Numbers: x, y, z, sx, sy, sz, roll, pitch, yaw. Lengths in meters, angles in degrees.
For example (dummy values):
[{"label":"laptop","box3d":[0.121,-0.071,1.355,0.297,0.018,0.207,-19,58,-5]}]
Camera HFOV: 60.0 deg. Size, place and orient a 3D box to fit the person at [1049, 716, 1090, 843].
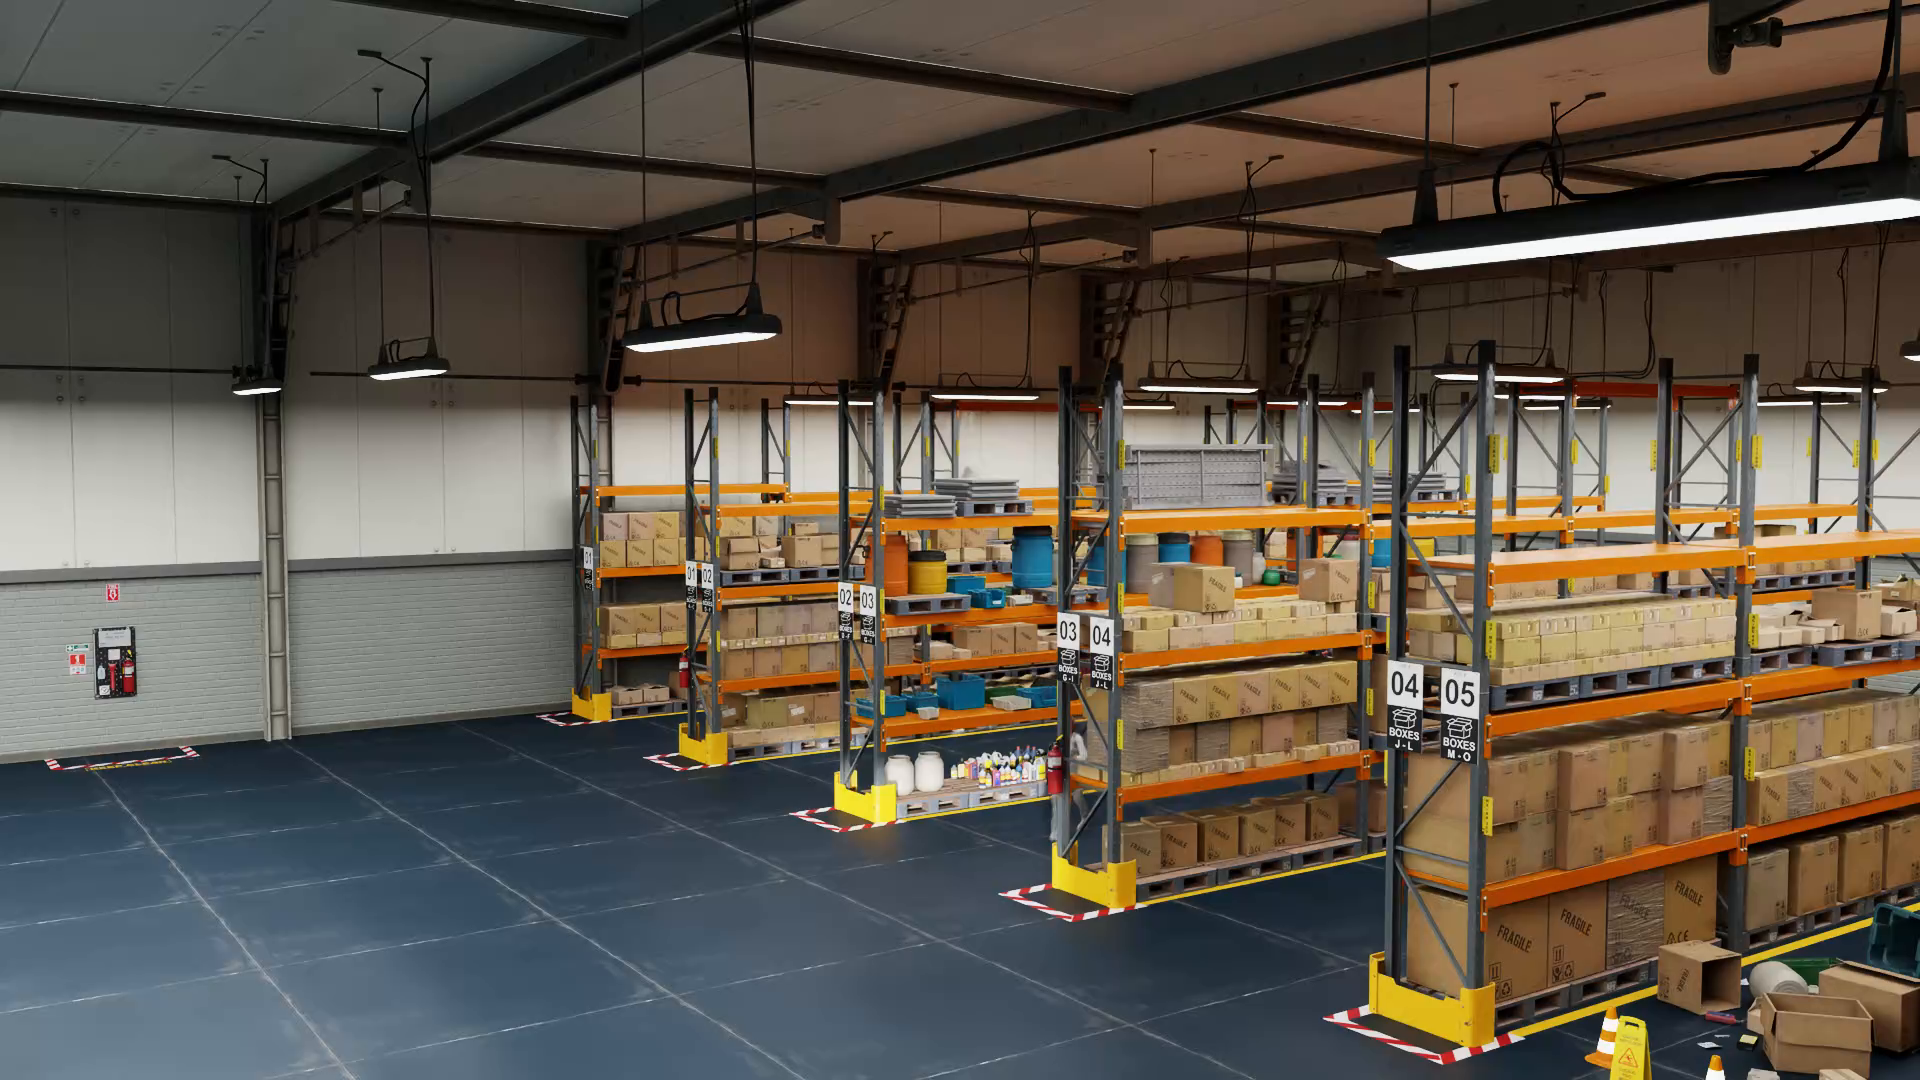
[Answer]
[{"label":"person","box3d":[1.476,3.083,21.589,0.510,1.632,0.819,2,4,34]}]
